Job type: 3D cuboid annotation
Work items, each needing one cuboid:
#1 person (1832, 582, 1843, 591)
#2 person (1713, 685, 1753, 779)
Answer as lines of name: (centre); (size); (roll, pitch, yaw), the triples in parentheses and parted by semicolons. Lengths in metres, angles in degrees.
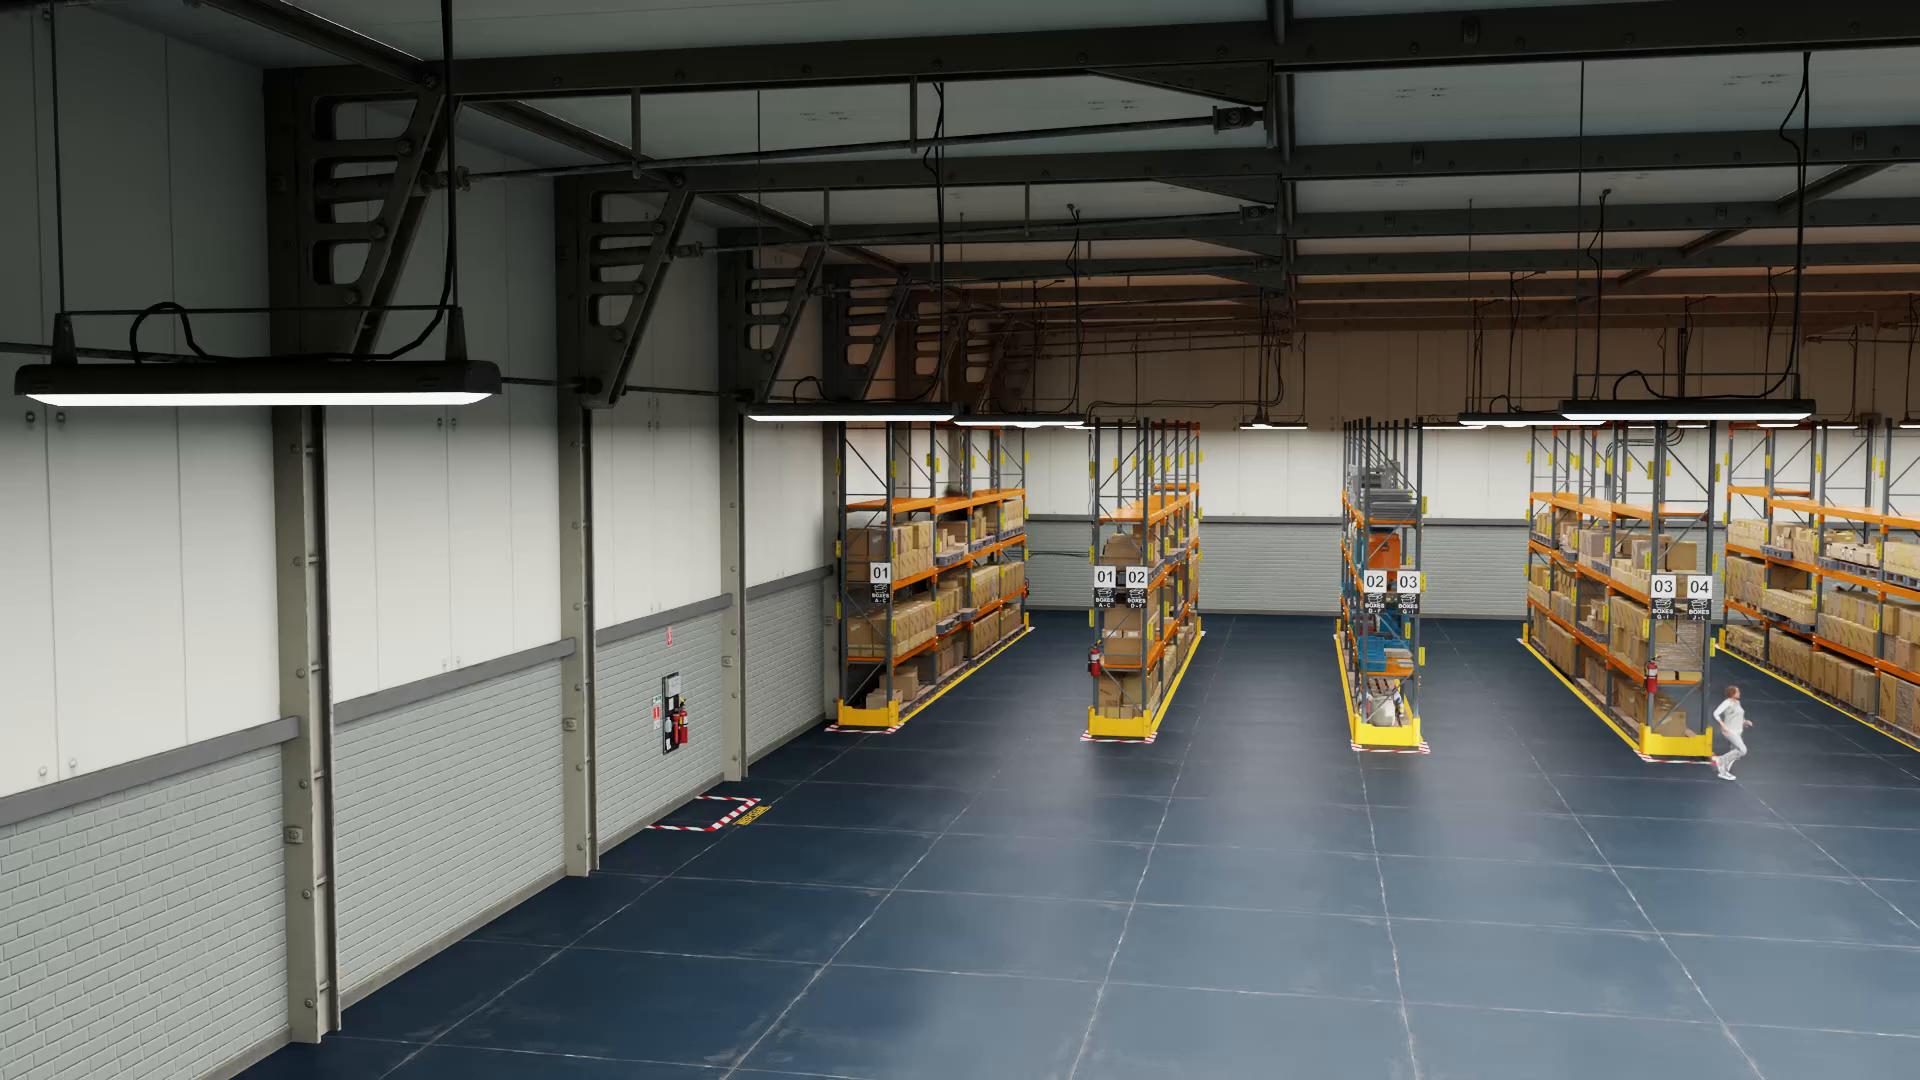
person: (23.722, 1.999, 44.817); (0.857, 1.678, 0.609); (1, 4, 21)
person: (12.727, 3.167, 27.312); (0.531, 1.559, 0.539); (-3, 5, -42)
